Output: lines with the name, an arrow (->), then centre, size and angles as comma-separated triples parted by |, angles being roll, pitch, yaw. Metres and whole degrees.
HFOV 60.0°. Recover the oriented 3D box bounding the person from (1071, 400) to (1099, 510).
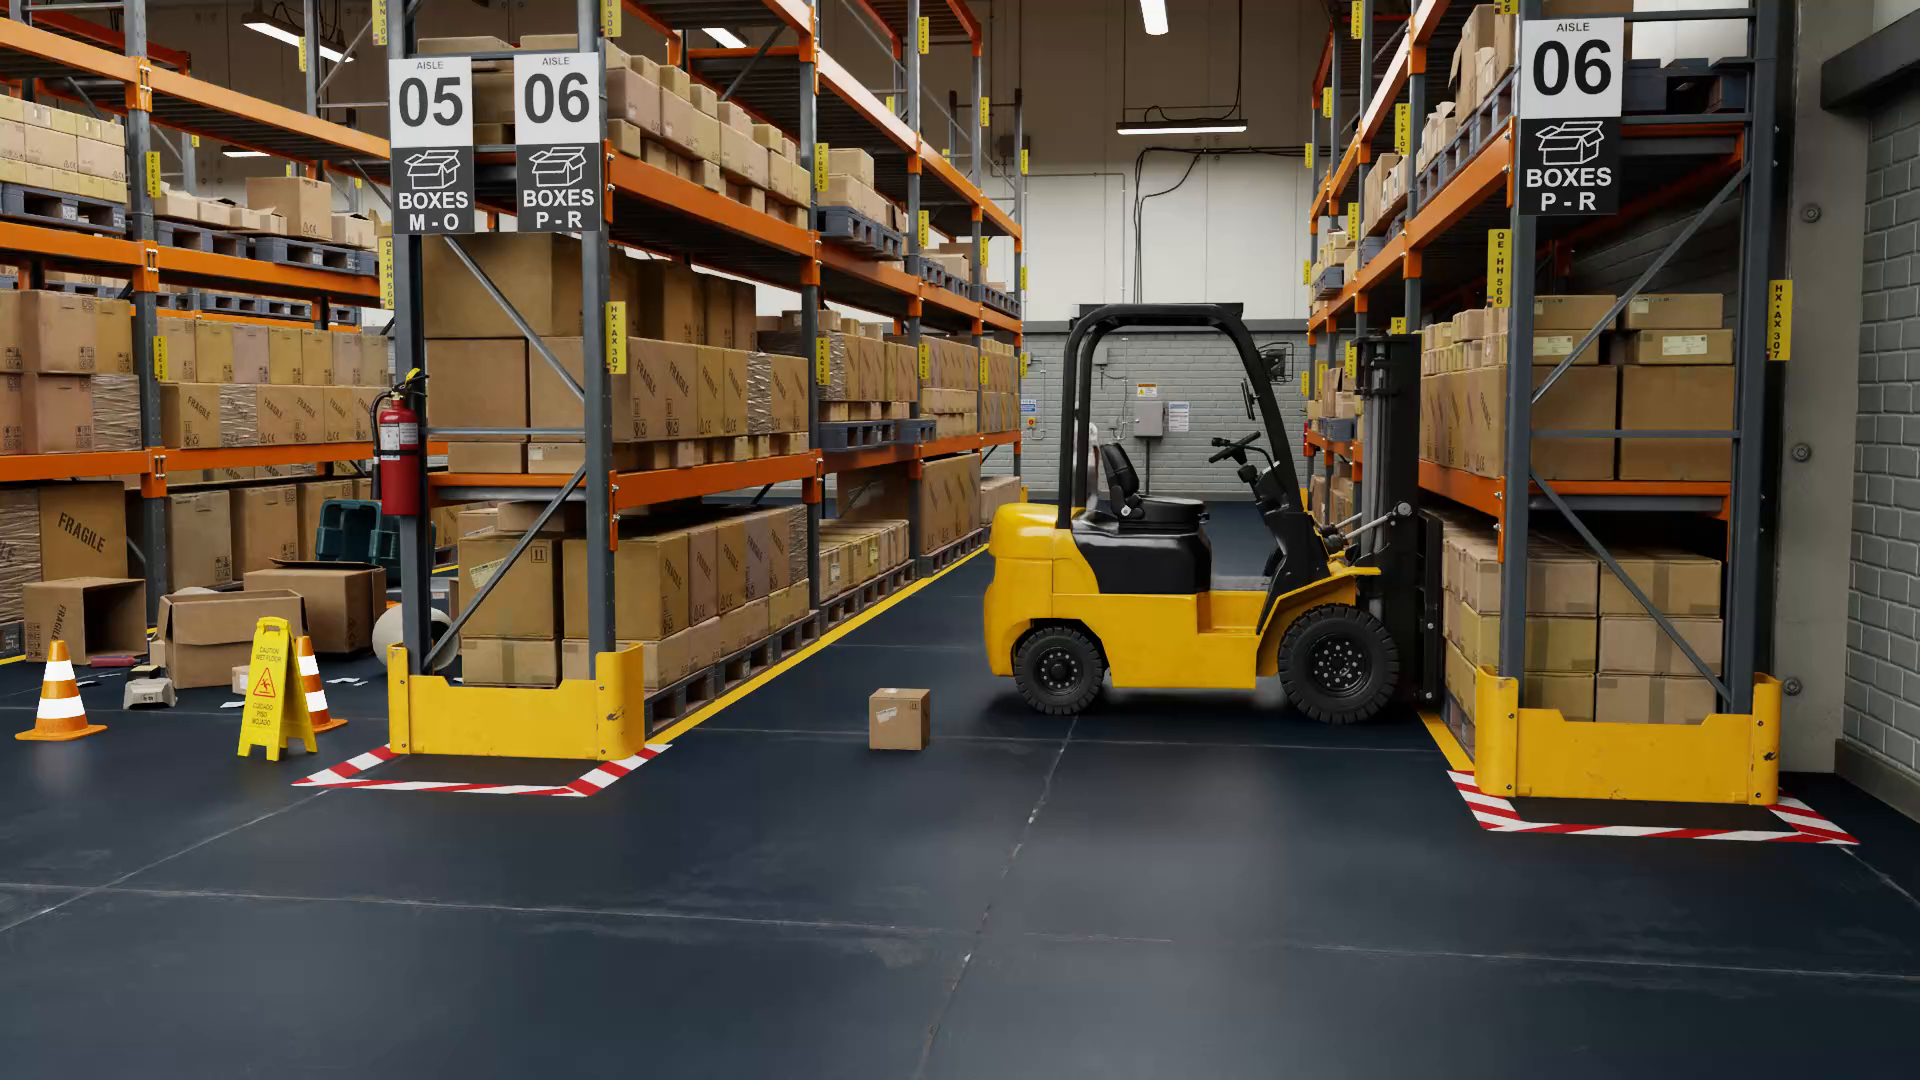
person -> 1.484, -0.877, 20.401 | 0.455, 1.682, 0.462 | 1, 5, 10
